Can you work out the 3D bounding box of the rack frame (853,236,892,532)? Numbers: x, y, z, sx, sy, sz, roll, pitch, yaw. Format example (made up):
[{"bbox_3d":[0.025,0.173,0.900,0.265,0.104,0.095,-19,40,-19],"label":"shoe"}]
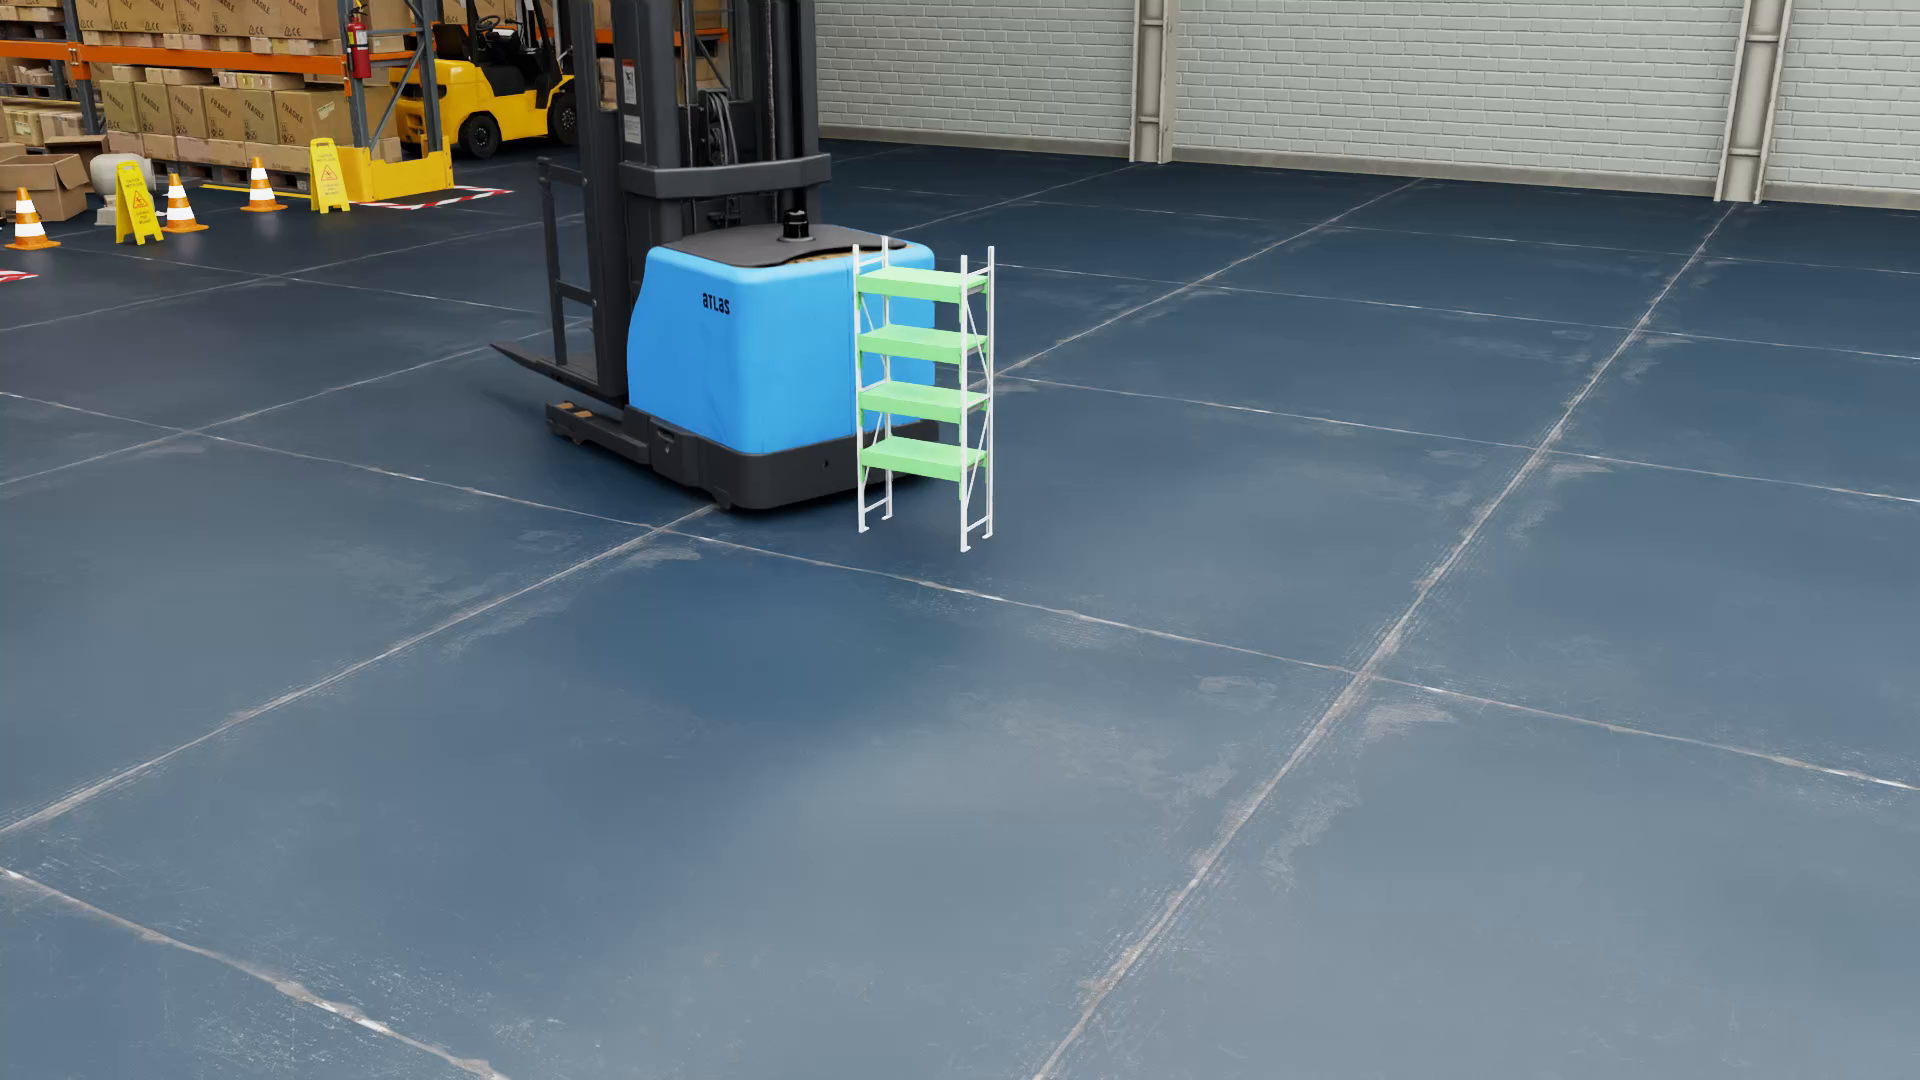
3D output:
[{"bbox_3d":[-0.358,-0.632,6.848,0.015,1.200,0.240,11,23,27],"label":"rack frame"}]

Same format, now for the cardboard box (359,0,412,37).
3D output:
[{"bbox_3d":[-5.647,-5.105,15.957,0.500,0.500,0.500,10,22,26],"label":"cardboard box"}]

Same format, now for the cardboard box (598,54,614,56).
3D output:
[{"bbox_3d":[-4.147,-5.915,20.722,0.500,0.250,0.500,11,22,27],"label":"cardboard box"}]

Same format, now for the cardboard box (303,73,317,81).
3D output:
[{"bbox_3d":[-8.823,-6.432,23.066,0.625,0.625,0.875,12,23,29],"label":"cardboard box"}]

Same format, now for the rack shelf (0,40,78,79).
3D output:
[{"bbox_3d":[-10.606,-5.416,18.453,4.000,0.370,1.077,11,23,27],"label":"rack shelf"}]

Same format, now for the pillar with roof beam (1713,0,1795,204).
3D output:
[{"bbox_3d":[5.258,-6.162,10.656,0.400,9.000,9.100,11,23,27],"label":"pillar with roof beam"}]

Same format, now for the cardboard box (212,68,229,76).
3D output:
[{"bbox_3d":[-10.409,-6.594,23.695,0.500,0.500,0.500,12,23,29],"label":"cardboard box"}]

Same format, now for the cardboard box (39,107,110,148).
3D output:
[{"bbox_3d":[-9.320,-4.471,18.028,0.625,0.372,0.950,11,23,28],"label":"cardboard box"}]

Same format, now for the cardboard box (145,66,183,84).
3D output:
[{"bbox_3d":[-7.948,-4.682,16.739,0.250,0.149,0.380,12,23,29],"label":"cardboard box"}]

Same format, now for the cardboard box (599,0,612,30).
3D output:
[{"bbox_3d":[-3.957,-6.375,19.894,0.500,0.500,0.500,12,23,29],"label":"cardboard box"}]

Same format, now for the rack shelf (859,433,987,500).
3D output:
[{"bbox_3d":[-0.145,-0.306,6.840,0.480,0.148,0.258,11,23,27],"label":"rack shelf"}]

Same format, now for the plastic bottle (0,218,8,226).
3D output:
[{"bbox_3d":[-8.388,-2.744,14.341,0.283,0.061,0.133,3,20,9],"label":"plastic bottle"}]

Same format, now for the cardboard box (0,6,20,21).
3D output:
[{"bbox_3d":[-9.908,-5.586,17.618,0.250,0.149,0.380,10,22,26],"label":"cardboard box"}]

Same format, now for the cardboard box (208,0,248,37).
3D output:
[{"bbox_3d":[-6.847,-5.121,16.000,0.500,0.500,0.500,11,23,27],"label":"cardboard box"}]

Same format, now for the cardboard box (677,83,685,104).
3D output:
[{"bbox_3d":[-3.528,-5.363,19.934,0.500,0.250,0.500,10,22,27],"label":"cardboard box"}]

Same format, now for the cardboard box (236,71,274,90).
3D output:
[{"bbox_3d":[-6.766,-4.458,16.123,0.250,0.149,0.380,11,23,28],"label":"cardboard box"}]

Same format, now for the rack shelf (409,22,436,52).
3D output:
[{"bbox_3d":[-8.189,-6.895,22.528,4.000,0.370,1.077,11,23,27],"label":"rack shelf"}]

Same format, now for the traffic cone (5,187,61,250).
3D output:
[{"bbox_3d":[-7.465,-2.585,13.312,0.334,0.463,0.336,11,23,27],"label":"traffic cone"}]

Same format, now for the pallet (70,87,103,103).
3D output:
[{"bbox_3d":[-12.699,-6.796,25.290,1.213,0.211,1.003,11,23,27],"label":"pallet"}]

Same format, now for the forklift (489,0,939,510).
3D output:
[{"bbox_3d":[-1.410,-1.938,7.909,1.130,2.935,3.031,-15,25,-36],"label":"forklift"}]

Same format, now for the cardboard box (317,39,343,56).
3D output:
[{"bbox_3d":[-5.799,-4.637,15.618,0.250,0.149,0.380,12,23,29],"label":"cardboard box"}]

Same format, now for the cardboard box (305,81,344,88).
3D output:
[{"bbox_3d":[-6.417,-4.320,16.692,0.500,0.500,0.500,10,22,25],"label":"cardboard box"}]

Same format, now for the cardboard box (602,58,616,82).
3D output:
[{"bbox_3d":[-3.954,-5.677,20.066,0.500,0.250,0.500,11,23,28],"label":"cardboard box"}]

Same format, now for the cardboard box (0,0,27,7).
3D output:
[{"bbox_3d":[-9.809,-5.897,17.524,0.500,0.500,0.500,11,23,28],"label":"cardboard box"}]

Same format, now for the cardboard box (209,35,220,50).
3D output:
[{"bbox_3d":[-7.124,-4.897,16.335,0.250,0.149,0.380,11,23,27],"label":"cardboard box"}]

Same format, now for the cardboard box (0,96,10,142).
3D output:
[{"bbox_3d":[-9.702,-4.068,16.236,0.500,0.500,0.500,11,23,27],"label":"cardboard box"}]

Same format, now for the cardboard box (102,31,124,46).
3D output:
[{"bbox_3d":[-8.496,-5.129,16.975,0.250,0.149,0.380,12,23,29],"label":"cardboard box"}]

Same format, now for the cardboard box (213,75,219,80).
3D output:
[{"bbox_3d":[-7.768,-4.577,17.400,0.500,0.500,0.500,11,23,28],"label":"cardboard box"}]

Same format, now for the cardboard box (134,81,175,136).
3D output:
[{"bbox_3d":[-8.004,-4.415,16.955,0.500,0.500,0.500,12,23,29],"label":"cardboard box"}]

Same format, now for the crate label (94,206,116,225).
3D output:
[{"bbox_3d":[-7.334,-2.824,14.449,0.298,0.136,0.250,0,20,-1],"label":"crate label"}]

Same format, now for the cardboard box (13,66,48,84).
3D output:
[{"bbox_3d":[-14.368,-7.207,25.729,0.258,0.266,0.396,12,23,29],"label":"cardboard box"}]

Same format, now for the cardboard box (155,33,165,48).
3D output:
[{"bbox_3d":[-7.802,-5.008,16.640,0.250,0.149,0.380,11,23,27],"label":"cardboard box"}]

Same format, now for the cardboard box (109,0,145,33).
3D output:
[{"bbox_3d":[-8.163,-5.376,16.704,0.500,0.500,0.500,11,23,27],"label":"cardboard box"}]

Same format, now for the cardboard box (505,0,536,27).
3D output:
[{"bbox_3d":[-5.277,-6.630,20.598,0.500,0.500,0.500,11,22,27],"label":"cardboard box"}]

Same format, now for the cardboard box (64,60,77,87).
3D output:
[{"bbox_3d":[-13.115,-7.106,25.105,0.500,0.500,0.500,12,23,30],"label":"cardboard box"}]

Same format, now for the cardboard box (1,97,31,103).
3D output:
[{"bbox_3d":[-11.216,-4.832,19.025,0.625,0.372,0.950,10,22,26],"label":"cardboard box"}]

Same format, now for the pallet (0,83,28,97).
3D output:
[{"bbox_3d":[-15.095,-7.237,26.506,1.213,0.211,1.003,11,23,27],"label":"pallet"}]

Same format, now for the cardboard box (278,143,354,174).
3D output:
[{"bbox_3d":[-6.226,-3.720,16.138,0.500,0.250,0.500,11,23,27],"label":"cardboard box"}]

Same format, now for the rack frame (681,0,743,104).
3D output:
[{"bbox_3d":[-2.951,-6.235,19.655,0.127,3.000,1.000,11,23,27],"label":"rack frame"}]

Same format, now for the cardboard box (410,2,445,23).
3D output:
[{"bbox_3d":[-7.010,-6.836,21.531,0.500,0.250,0.500,11,23,29],"label":"cardboard box"}]

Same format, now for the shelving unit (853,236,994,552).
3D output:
[{"bbox_3d":[-0.145,-0.592,6.736,0.503,1.200,0.258,11,23,27],"label":"shelving unit"}]

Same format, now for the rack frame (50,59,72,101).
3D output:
[{"bbox_3d":[-13.427,-8.231,25.156,0.127,3.000,1.000,11,23,27],"label":"rack frame"}]

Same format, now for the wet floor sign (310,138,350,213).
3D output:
[{"bbox_3d":[-5.724,-3.300,15.016,0.267,0.644,0.232,-16,26,-38],"label":"wet floor sign"}]

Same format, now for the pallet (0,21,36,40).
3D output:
[{"bbox_3d":[-10.604,-5.680,18.406,1.213,0.211,1.003,11,23,27],"label":"pallet"}]

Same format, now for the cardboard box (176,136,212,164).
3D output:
[{"bbox_3d":[-7.541,-3.975,16.842,0.500,0.250,0.500,10,22,27],"label":"cardboard box"}]

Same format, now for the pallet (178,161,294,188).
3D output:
[{"bbox_3d":[-7.188,-3.807,17.052,1.213,0.211,1.003,11,23,27],"label":"pallet"}]

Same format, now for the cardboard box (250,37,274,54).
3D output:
[{"bbox_3d":[-6.527,-4.729,15.872,0.250,0.149,0.380,11,23,28],"label":"cardboard box"}]

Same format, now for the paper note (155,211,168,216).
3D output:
[{"bbox_3d":[-7.164,-2.926,14.886,0.142,0.019,0.148,3,20,9],"label":"paper note"}]

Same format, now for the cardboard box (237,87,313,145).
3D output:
[{"bbox_3d":[-6.652,-4.155,16.239,0.500,0.500,0.500,12,23,29],"label":"cardboard box"}]
